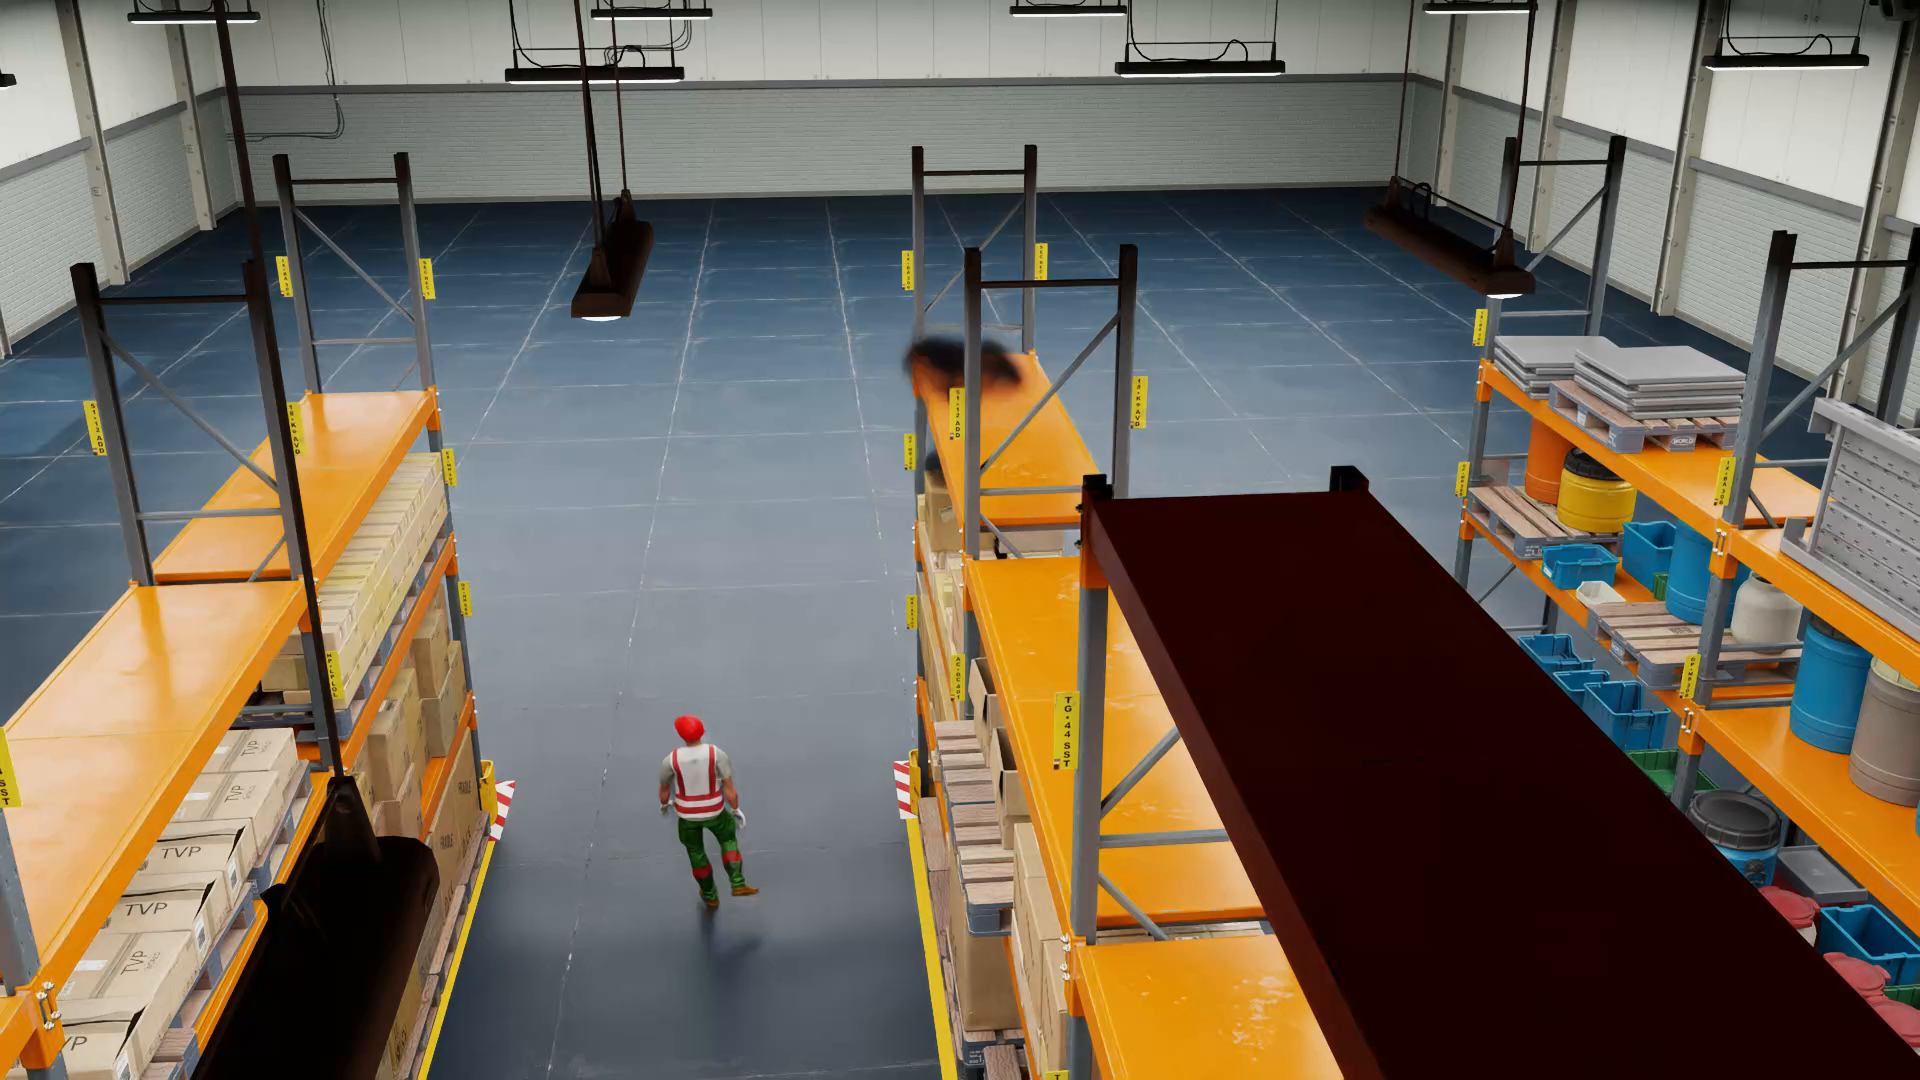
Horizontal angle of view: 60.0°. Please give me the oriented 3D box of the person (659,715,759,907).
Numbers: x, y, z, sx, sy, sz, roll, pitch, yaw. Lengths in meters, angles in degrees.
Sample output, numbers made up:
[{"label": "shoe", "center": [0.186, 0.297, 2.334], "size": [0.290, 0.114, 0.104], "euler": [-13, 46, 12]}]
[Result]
[{"label": "person", "center": [-2.074, 2.229, 13.617], "size": [0.772, 1.746, 0.582], "euler": [-3, 22, -9]}]
